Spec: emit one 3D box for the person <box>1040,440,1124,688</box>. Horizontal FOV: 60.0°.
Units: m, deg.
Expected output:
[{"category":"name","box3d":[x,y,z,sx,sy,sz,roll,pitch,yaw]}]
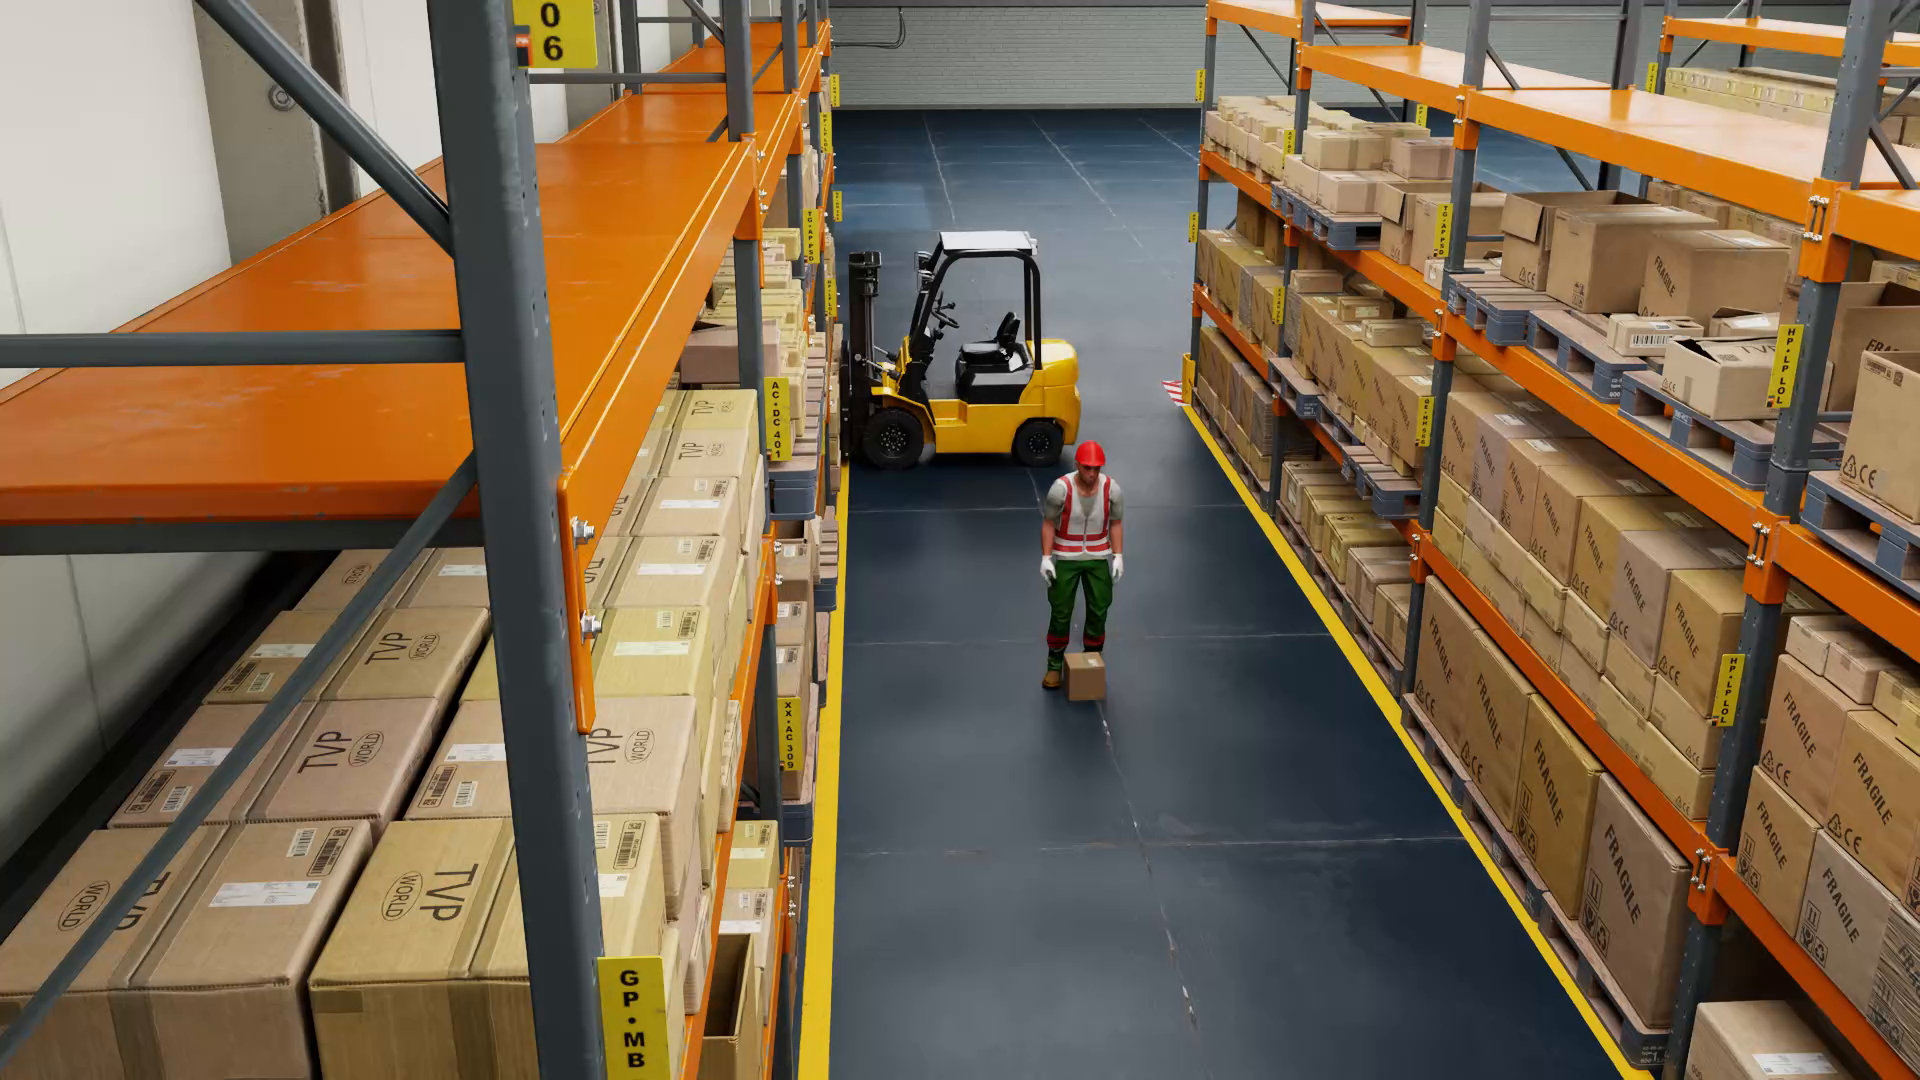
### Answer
[{"category":"person","box3d":[0.845,0.154,11.498,0.595,1.778,0.449,-2,20,-5]}]
